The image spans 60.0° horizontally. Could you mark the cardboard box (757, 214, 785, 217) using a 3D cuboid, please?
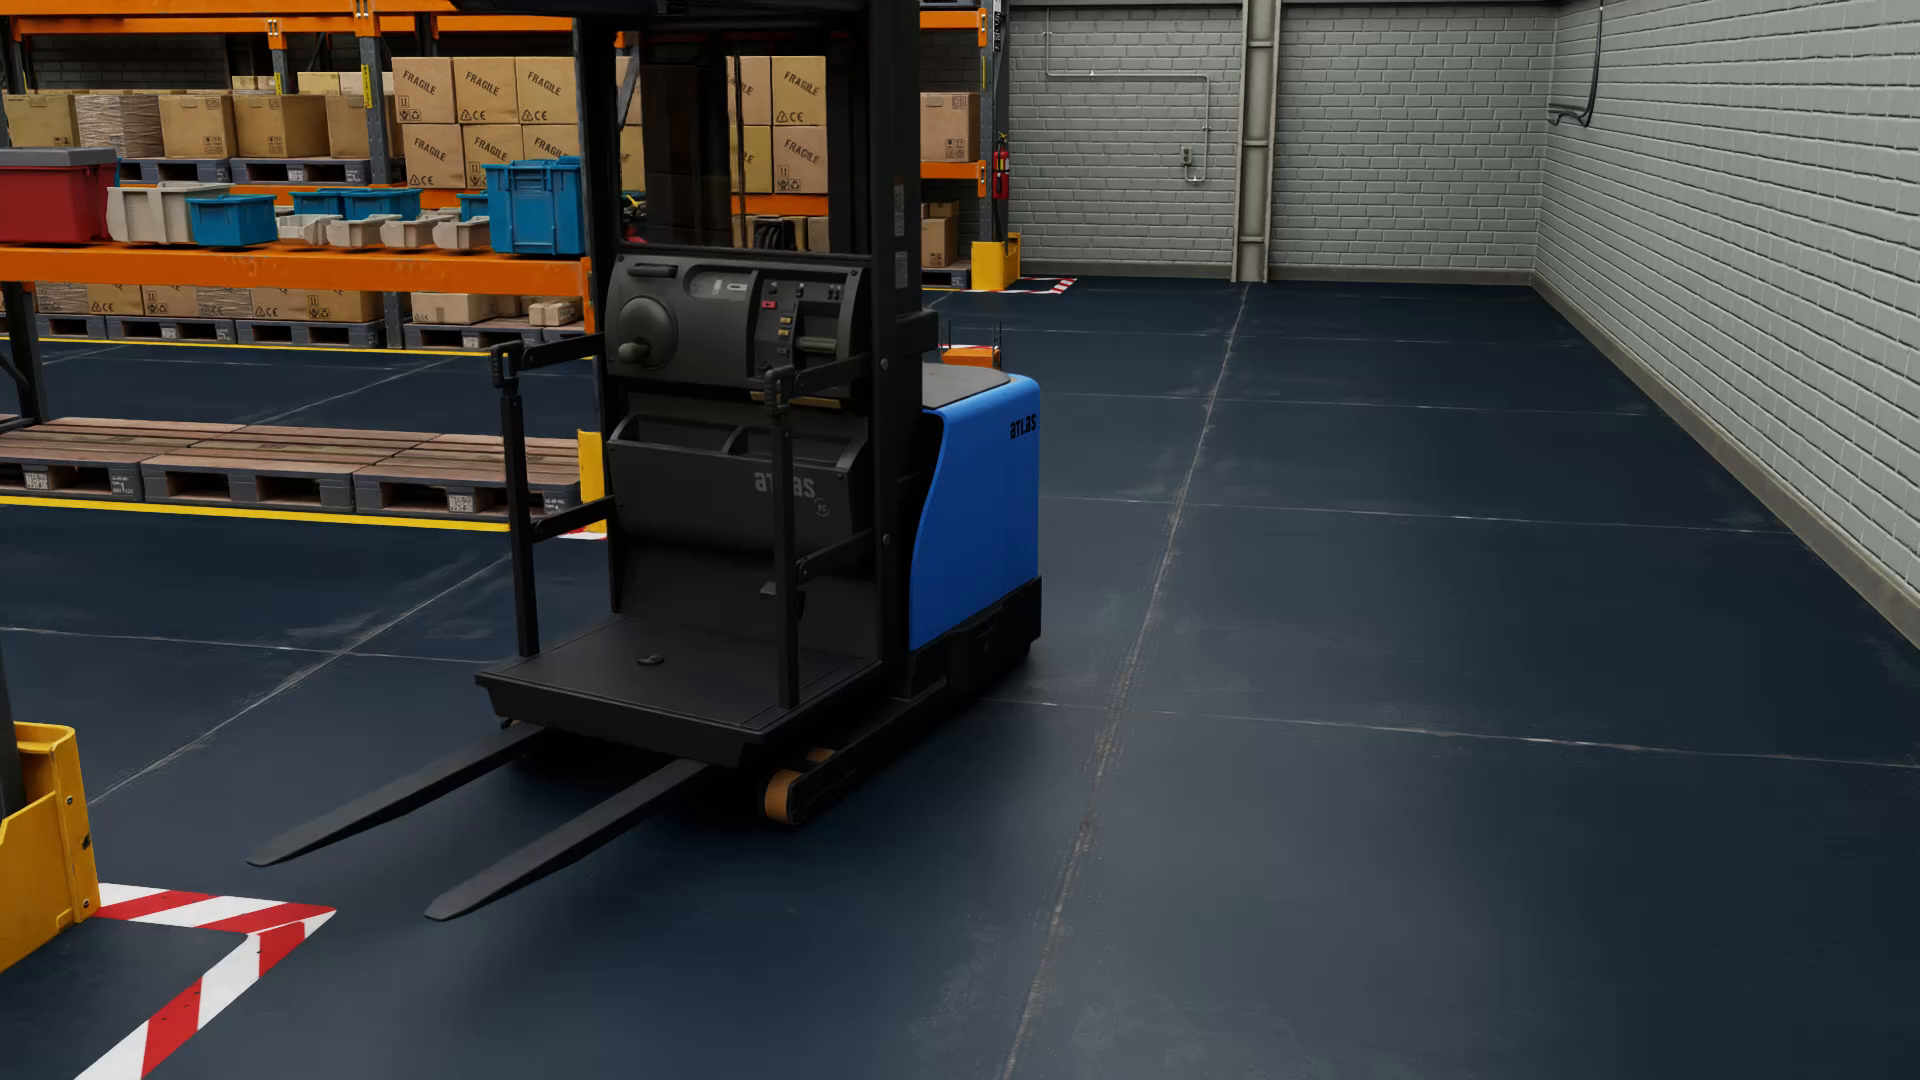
[{"bbox_3d":[-2.028,-3.580,17.979,0.250,0.149,0.380,3,16,9],"label":"cardboard box"}]

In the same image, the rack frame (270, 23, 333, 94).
[{"bbox_3d":[-7.470,-4.643,19.134,0.127,3.000,1.000,3,16,11],"label":"rack frame"}]

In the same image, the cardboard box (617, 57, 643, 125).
[{"bbox_3d":[-2.613,-3.483,12.888,0.500,0.500,0.500,4,16,13],"label":"cardboard box"}]

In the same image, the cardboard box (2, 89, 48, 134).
[{"bbox_3d":[-10.898,-5.080,19.701,0.500,0.500,0.700,3,16,11],"label":"cardboard box"}]

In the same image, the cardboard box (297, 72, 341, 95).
[{"bbox_3d":[-7.049,-5.112,18.642,0.500,0.250,0.500,3,16,12],"label":"cardboard box"}]

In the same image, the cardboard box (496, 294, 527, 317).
[{"bbox_3d":[-3.919,-2.185,14.121,0.500,0.500,0.500,3,16,11],"label":"cardboard box"}]

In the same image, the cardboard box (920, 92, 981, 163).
[{"bbox_3d":[-0.133,-4.386,17.647,0.700,0.700,0.980,4,16,14],"label":"cardboard box"}]

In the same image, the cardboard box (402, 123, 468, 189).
[{"bbox_3d":[-4.089,-3.084,13.319,0.500,0.500,0.500,4,16,13],"label":"cardboard box"}]

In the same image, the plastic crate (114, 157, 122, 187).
[{"bbox_3d":[-4.999,-1.924,9.237,0.575,0.384,0.392,3,16,11],"label":"plastic crate"}]

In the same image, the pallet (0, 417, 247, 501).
[{"bbox_3d":[-4.797,-0.466,9.278,1.213,0.211,1.003,3,16,11],"label":"pallet"}]

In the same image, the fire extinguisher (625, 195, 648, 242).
[{"bbox_3d":[-1.548,-1.282,7.844,0.183,0.674,0.296,3,16,11],"label":"fire extinguisher"}]

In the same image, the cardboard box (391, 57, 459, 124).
[{"bbox_3d":[-4.128,-3.565,13.184,0.500,0.500,0.500,4,16,13],"label":"cardboard box"}]

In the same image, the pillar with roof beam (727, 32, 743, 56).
[{"bbox_3d":[-3.550,-6.384,14.182,0.400,9.000,9.100,3,16,11],"label":"pillar with roof beam"}]

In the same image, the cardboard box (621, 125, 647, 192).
[{"bbox_3d":[-2.598,-3.004,13.029,0.500,0.500,0.500,3,16,10],"label":"cardboard box"}]

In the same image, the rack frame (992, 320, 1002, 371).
[{"bbox_3d":[0.172,-0.497,7.818,0.008,1.050,0.200,3,16,11],"label":"rack frame"}]

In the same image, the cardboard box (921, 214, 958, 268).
[{"bbox_3d":[-0.337,-3.226,17.916,0.500,0.500,0.700,3,16,11],"label":"cardboard box"}]

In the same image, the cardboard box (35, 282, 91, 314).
[{"bbox_3d":[-7.551,-2.229,14.278,0.500,0.500,0.500,3,16,9],"label":"cardboard box"}]

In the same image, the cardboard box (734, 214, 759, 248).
[{"bbox_3d":[-2.347,-3.334,18.304,0.500,0.500,0.700,3,16,11],"label":"cardboard box"}]

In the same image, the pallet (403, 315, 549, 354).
[{"bbox_3d":[-3.861,-1.753,13.927,1.213,0.211,1.003,3,16,11],"label":"pallet"}]

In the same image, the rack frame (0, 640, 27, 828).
[{"bbox_3d":[-2.592,-0.330,3.565,0.127,3.000,1.000,3,16,11],"label":"rack frame"}]

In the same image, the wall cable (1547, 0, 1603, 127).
[{"bbox_3d":[5.840,-5.218,15.788,0.112,2.526,3.097,3,16,11],"label":"wall cable"}]

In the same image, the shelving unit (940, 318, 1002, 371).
[{"bbox_3d":[0.052,-0.503,7.842,0.252,1.050,0.215,3,16,11],"label":"shelving unit"}]

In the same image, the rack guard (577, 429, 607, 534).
[{"bbox_3d":[-1.579,-0.423,8.583,0.348,0.500,1.175,3,16,11],"label":"rack guard"}]

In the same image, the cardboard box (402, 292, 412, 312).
[{"bbox_3d":[-4.960,-2.231,14.285,0.500,0.500,0.500,2,16,9],"label":"cardboard box"}]

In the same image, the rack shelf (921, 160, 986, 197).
[{"bbox_3d":[-1.591,-3.977,18.078,4.000,0.370,1.077,3,16,11],"label":"rack shelf"}]

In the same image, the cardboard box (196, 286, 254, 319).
[{"bbox_3d":[-6.049,-2.148,13.986,0.500,0.500,0.500,3,16,12],"label":"cardboard box"}]

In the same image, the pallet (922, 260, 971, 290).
[{"bbox_3d":[-0.430,-2.896,18.050,1.213,0.211,1.003,3,16,11],"label":"pallet"}]

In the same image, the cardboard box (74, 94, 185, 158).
[{"bbox_3d":[-6.956,-3.495,14.016,0.500,0.500,0.700,6,17,22],"label":"cardboard box"}]

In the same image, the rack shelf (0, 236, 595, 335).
[{"bbox_3d":[-3.565,-1.385,8.722,4.000,0.370,1.077,3,16,11],"label":"rack shelf"}]

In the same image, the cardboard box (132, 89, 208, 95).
[{"bbox_3d":[-9.158,-4.986,19.361,0.500,0.500,0.700,3,16,11],"label":"cardboard box"}]

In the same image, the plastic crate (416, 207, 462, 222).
[{"bbox_3d":[-2.744,-1.702,8.898,0.298,0.136,0.250,3,16,11],"label":"plastic crate"}]

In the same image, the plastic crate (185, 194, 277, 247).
[{"bbox_3d":[-3.669,-1.616,8.409,0.300,0.233,0.416,3,16,11],"label":"plastic crate"}]

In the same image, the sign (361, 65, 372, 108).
[{"bbox_3d":[-4.641,-3.547,13.008,0.005,0.325,0.100,3,16,11],"label":"sign"}]

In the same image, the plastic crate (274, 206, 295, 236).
[{"bbox_3d":[-3.759,-1.726,8.987,0.466,0.136,0.293,3,16,11],"label":"plastic crate"}]

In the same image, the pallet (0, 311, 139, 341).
[{"bbox_3d":[-7.730,-1.953,14.649,1.213,0.211,1.003,3,16,11],"label":"pallet"}]

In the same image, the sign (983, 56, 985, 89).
[{"bbox_3d":[0.247,-4.748,16.902,0.005,0.325,0.100,3,16,11],"label":"sign"}]

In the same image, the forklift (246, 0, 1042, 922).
[{"bbox_3d":[-0.817,-0.700,5.030,1.130,2.935,3.031,8,17,26],"label":"forklift"}]

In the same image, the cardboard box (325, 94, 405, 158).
[{"bbox_3d":[-4.954,-3.468,13.920,0.500,0.500,0.700,-2,16,-8],"label":"cardboard box"}]

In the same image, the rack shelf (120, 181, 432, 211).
[{"bbox_3d":[-6.494,-2.894,14.168,4.000,0.370,1.077,3,16,11],"label":"rack shelf"}]

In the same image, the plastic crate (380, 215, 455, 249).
[{"bbox_3d":[-2.721,-1.543,8.324,0.243,0.136,0.396,3,16,11],"label":"plastic crate"}]

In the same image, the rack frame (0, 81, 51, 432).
[{"bbox_3d":[-5.525,-1.839,9.010,0.127,3.000,1.000,3,16,11],"label":"rack frame"}]
